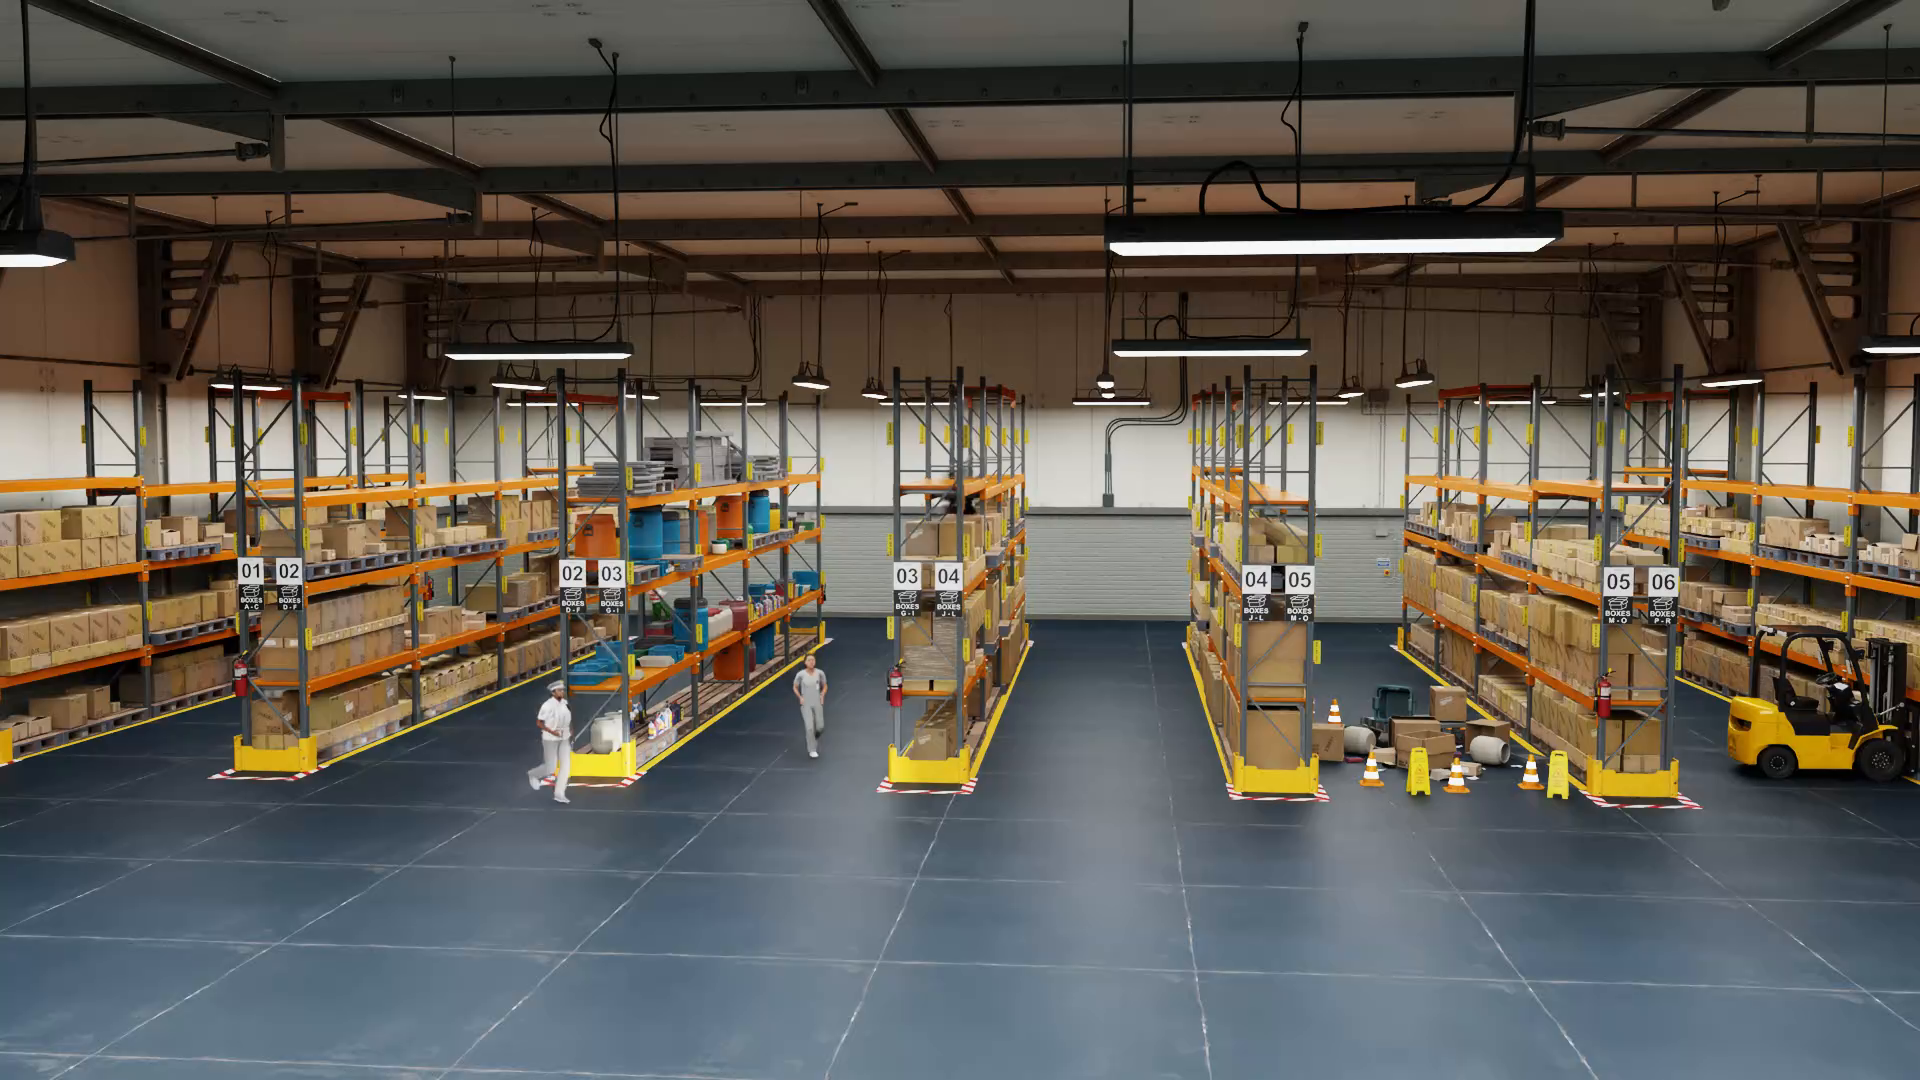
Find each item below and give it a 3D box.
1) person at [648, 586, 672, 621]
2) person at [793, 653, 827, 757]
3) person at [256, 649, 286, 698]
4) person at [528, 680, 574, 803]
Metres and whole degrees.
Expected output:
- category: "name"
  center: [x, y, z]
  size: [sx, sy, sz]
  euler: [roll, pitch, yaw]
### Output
- category: "person"
  center: [-7.496, 1.539, 41.332]
  size: [0.821, 1.780, 0.671]
  euler: [3, 5, 38]
- category: "person"
  center: [-2.339, 2.571, 26.013]
  size: [0.548, 1.624, 0.558]
  euler: [-1, 4, -14]
- category: "person"
  center: [-11.874, 2.367, 28.845]
  size: [0.702, 1.740, 0.706]
  euler: [0, 4, -5]
- category: "person"
  center: [-5.578, 2.757, 22.957]
  size: [0.790, 1.678, 0.586]
  euler: [3, 4, 37]
